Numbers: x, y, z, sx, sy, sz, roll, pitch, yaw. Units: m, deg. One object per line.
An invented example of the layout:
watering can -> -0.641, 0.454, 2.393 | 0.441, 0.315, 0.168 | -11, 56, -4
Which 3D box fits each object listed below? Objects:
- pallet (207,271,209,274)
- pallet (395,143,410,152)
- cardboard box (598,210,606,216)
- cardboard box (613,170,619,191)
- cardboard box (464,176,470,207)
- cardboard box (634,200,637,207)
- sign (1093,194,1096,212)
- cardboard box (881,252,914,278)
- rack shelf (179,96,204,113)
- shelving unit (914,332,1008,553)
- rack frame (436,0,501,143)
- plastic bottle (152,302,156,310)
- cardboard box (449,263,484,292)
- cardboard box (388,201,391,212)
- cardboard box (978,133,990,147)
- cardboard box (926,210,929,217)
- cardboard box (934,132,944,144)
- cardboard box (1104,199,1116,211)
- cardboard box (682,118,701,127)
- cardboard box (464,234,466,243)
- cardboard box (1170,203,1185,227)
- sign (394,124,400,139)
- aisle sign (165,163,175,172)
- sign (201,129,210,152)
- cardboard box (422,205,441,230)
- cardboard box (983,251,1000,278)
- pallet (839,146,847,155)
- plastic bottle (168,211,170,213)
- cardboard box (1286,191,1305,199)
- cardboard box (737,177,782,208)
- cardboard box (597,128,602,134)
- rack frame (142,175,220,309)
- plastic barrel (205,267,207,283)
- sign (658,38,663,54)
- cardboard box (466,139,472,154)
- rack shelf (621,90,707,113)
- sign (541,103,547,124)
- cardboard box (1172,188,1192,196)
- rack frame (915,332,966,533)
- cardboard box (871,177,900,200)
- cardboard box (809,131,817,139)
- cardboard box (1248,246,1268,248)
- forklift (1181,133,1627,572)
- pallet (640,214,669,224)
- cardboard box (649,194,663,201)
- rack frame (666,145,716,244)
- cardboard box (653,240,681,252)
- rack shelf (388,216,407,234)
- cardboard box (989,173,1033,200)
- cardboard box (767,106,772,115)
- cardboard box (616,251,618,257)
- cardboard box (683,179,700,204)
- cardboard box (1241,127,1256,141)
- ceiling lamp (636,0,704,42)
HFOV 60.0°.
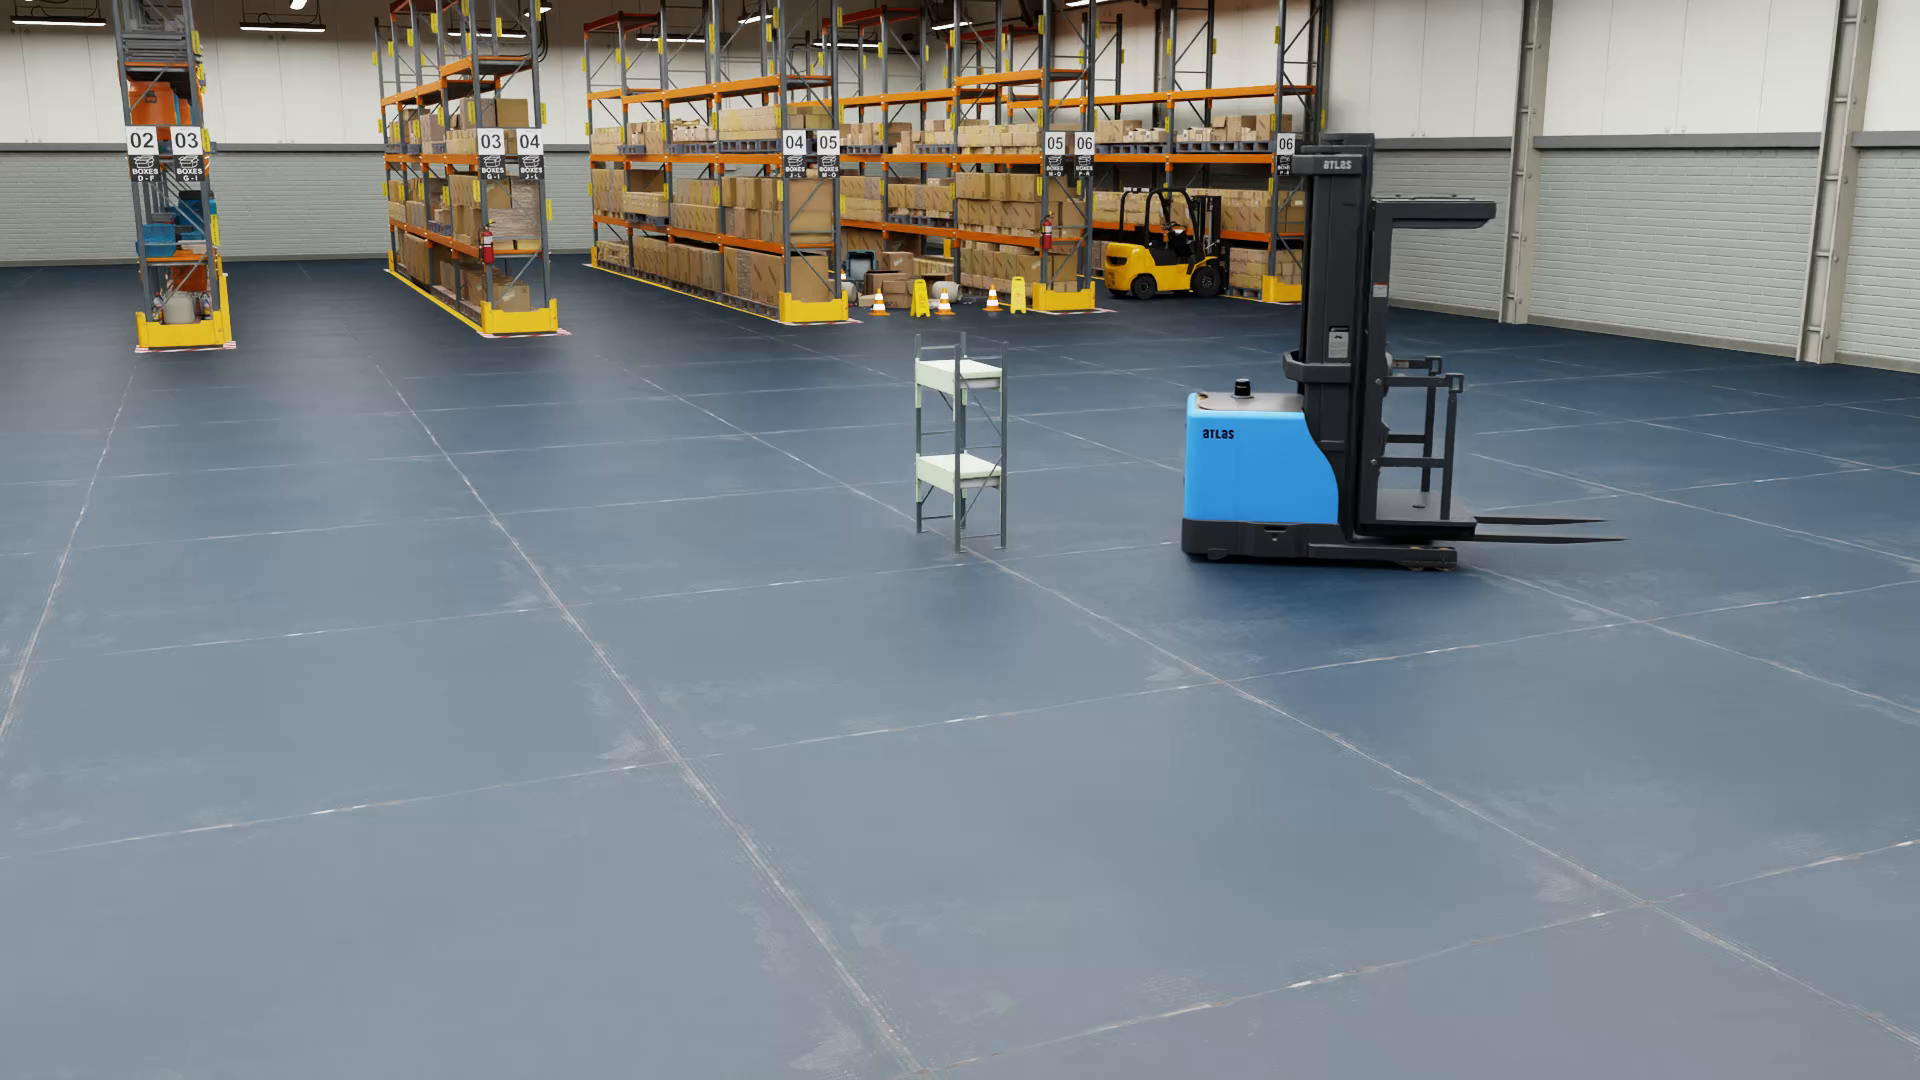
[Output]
pallet -> -17.289, -5.918, 37.472 | 1.003, 0.211, 1.213 | -6, 14, -23
pallet -> -12.246, -8.911, 37.764 | 1.003, 0.211, 1.213 | -6, 14, -23
cardboard box -> -8.917, -8.248, 41.914 | 0.380, 0.149, 0.250 | -6, 14, -25
cardboard box -> -7.991, -8.610, 39.820 | 0.500, 0.500, 0.500 | -6, 14, -25
cardboard box -> -7.971, -5.822, 27.775 | 0.500, 0.500, 0.500 | -6, 14, -23
cardboard box -> -7.182, -7.639, 37.687 | 0.380, 0.149, 0.250 | -5, 14, -21
sign -> 2.456, -6.210, 30.628 | 0.100, 0.325, 0.005 | -6, 14, -23
cardboard box -> -1.262, -5.549, 33.559 | 0.500, 0.500, 0.500 | -6, 14, -23
rack shelf -> -17.267, -9.666, 36.660 | 1.077, 0.370, 4.000 | -6, 14, -23
shelving unit -> 0.003, -0.729, 12.195 | 0.431, 1.500, 0.755 | -6, 14, -23
rack frame -> -8.723, -8.593, 29.540 | 1.000, 3.000, 0.127 | -6, 14, -23
plastic bottle -> -12.860, -3.650, 26.536 | 0.061, 0.283, 0.133 | -5, 14, -22
cardboard box -> -9.572, -5.127, 32.436 | 0.700, 0.500, 0.500 | -4, 14, -18
cardboard box -> -13.585, -8.098, 40.378 | 0.500, 0.250, 0.500 | -6, 14, -24
cardboard box -> 0.686, -7.773, 32.321 | 0.500, 0.250, 0.500 | -5, 14, -22
cardboard box -> -0.498, -6.941, 35.333 | 0.380, 0.149, 0.250 | -6, 14, -23
cardboard box -> -0.208, -8.371, 34.634 | 0.500, 0.250, 0.500 | -5, 14, -22
cardboard box -> 3.648, -7.684, 38.143 | 0.500, 0.250, 0.500 | -6, 14, -24
cardboard box -> -5.857, -9.022, 36.126 | 0.396, 0.266, 0.258 | -6, 14, -23
cardboard box -> -8.390, -5.220, 28.830 | 0.380, 0.149, 0.250 | -6, 14, -23
cardboard box -> 4.842, -6.948, 35.516 | 0.500, 0.500, 0.500 | -6, 14, -25
sign -> -12.436, -9.024, 36.735 | 0.100, 0.325, 0.005 | -6, 14, -23
aisle sign -> -18.369, -8.957, 38.651 | 0.394, 0.787, 0.004 | -6, 14, -23
sign -> -11.153, -5.911, 24.585 | 0.100, 0.325, 0.005 | -6, 14, -23
cardboard box -> -10.750, -6.625, 34.120 | 0.500, 0.500, 0.500 | -5, 14, -21
cardboard box -> 0.777, -5.433, 32.694 | 0.500, 0.500, 0.500 | -5, 14, -20
pallet -> -2.435, -9.401, 40.110 | 0.805, 0.209, 1.217 | -6, 14, -25
plastic bottle -> -16.606, -6.741, 34.954 | 0.144, 0.351, 0.185 | -6, 14, -23
cardboard box -> 6.567, -6.786, 32.719 | 0.380, 0.149, 0.250 | -6, 14, -24
cardboard box -> -3.605, -6.390, 30.600 | 0.875, 0.550, 0.550 | -6, 14, -23
cardboard box -> -8.800, -10.148, 41.251 | 0.380, 0.149, 0.250 | -5, 14, -22
rack frame -> -13.262, -5.223, 28.284 | 1.000, 3.000, 0.127 | -6, 14, -23
plastic barrel -> -15.528, -5.412, 33.517 | 0.600, 0.588, 0.708 | -6, 14, -23
sign -> -6.234, -10.289, 34.622 | 0.100, 0.325, 0.005 | -6, 14, -23
cardboard box -> -7.750, -6.412, 27.101 | 0.500, 0.250, 0.500 | -6, 14, -23
rack shelf -> -6.542, -9.714, 36.868 | 1.077, 0.370, 4.000 | -6, 14, -23
sign -> -6.624, -6.780, 26.421 | 0.100, 0.325, 0.005 | -6, 14, -23
cardboard box -> 4.759, -7.431, 35.507 | 0.380, 0.149, 0.250 | -5, 14, -22
rack frame -> -0.144, -0.805, 12.522 | 0.400, 1.500, 0.023 | -6, 14, -23
cardboard box -> -1.692, -8.011, 37.891 | 0.500, 0.500, 0.500 | -6, 14, -24
cardboard box -> -2.379, -6.963, 28.554 | 0.380, 0.149, 0.250 | -6, 14, -23
cardboard box -> 6.093, -5.864, 34.002 | 0.500, 0.250, 0.500 | -6, 14, -23
forklift -> 3.121, -1.337, 11.647 | 3.031, 2.935, 1.130 | 2, 13, 8
pallet -> -6.571, -7.236, 37.406 | 1.003, 0.211, 1.213 | -6, 14, -23
cardboard box -> -6.560, -7.462, 36.264 | 0.380, 0.149, 0.250 | -5, 14, -21
rack frame -> -5.741, -6.924, 35.633 | 1.000, 3.000, 0.127 | -6, 14, -23
cardboard box -> -6.467, -6.497, 36.738 | 0.500, 0.250, 0.500 | -5, 14, -22
rack shelf -> -12.729, -7.386, 39.225 | 1.077, 0.370, 4.000 | -6, 14, -23
cardboard box -> 0.987, -6.822, 32.096 | 0.700, 0.500, 0.500 | -6, 14, -23
cardboard box -> -3.080, -7.342, 28.425 | 0.380, 0.149, 0.250 | -6, 14, -23
cardboard box -> -8.223, -7.024, 40.799 | 0.380, 0.149, 0.250 | -6, 14, -26
cardboard box -> -5.366, -7.262, 34.653 | 0.700, 0.500, 0.500 | -6, 14, -24
cardboard box -> 5.794, -8.033, 32.920 | 0.396, 0.266, 0.258 | -6, 14, -23
ceiling lamp -> -7.747, -15.147, 44.912 | 2.000, 3.185, 0.800 | -6, 14, -23
